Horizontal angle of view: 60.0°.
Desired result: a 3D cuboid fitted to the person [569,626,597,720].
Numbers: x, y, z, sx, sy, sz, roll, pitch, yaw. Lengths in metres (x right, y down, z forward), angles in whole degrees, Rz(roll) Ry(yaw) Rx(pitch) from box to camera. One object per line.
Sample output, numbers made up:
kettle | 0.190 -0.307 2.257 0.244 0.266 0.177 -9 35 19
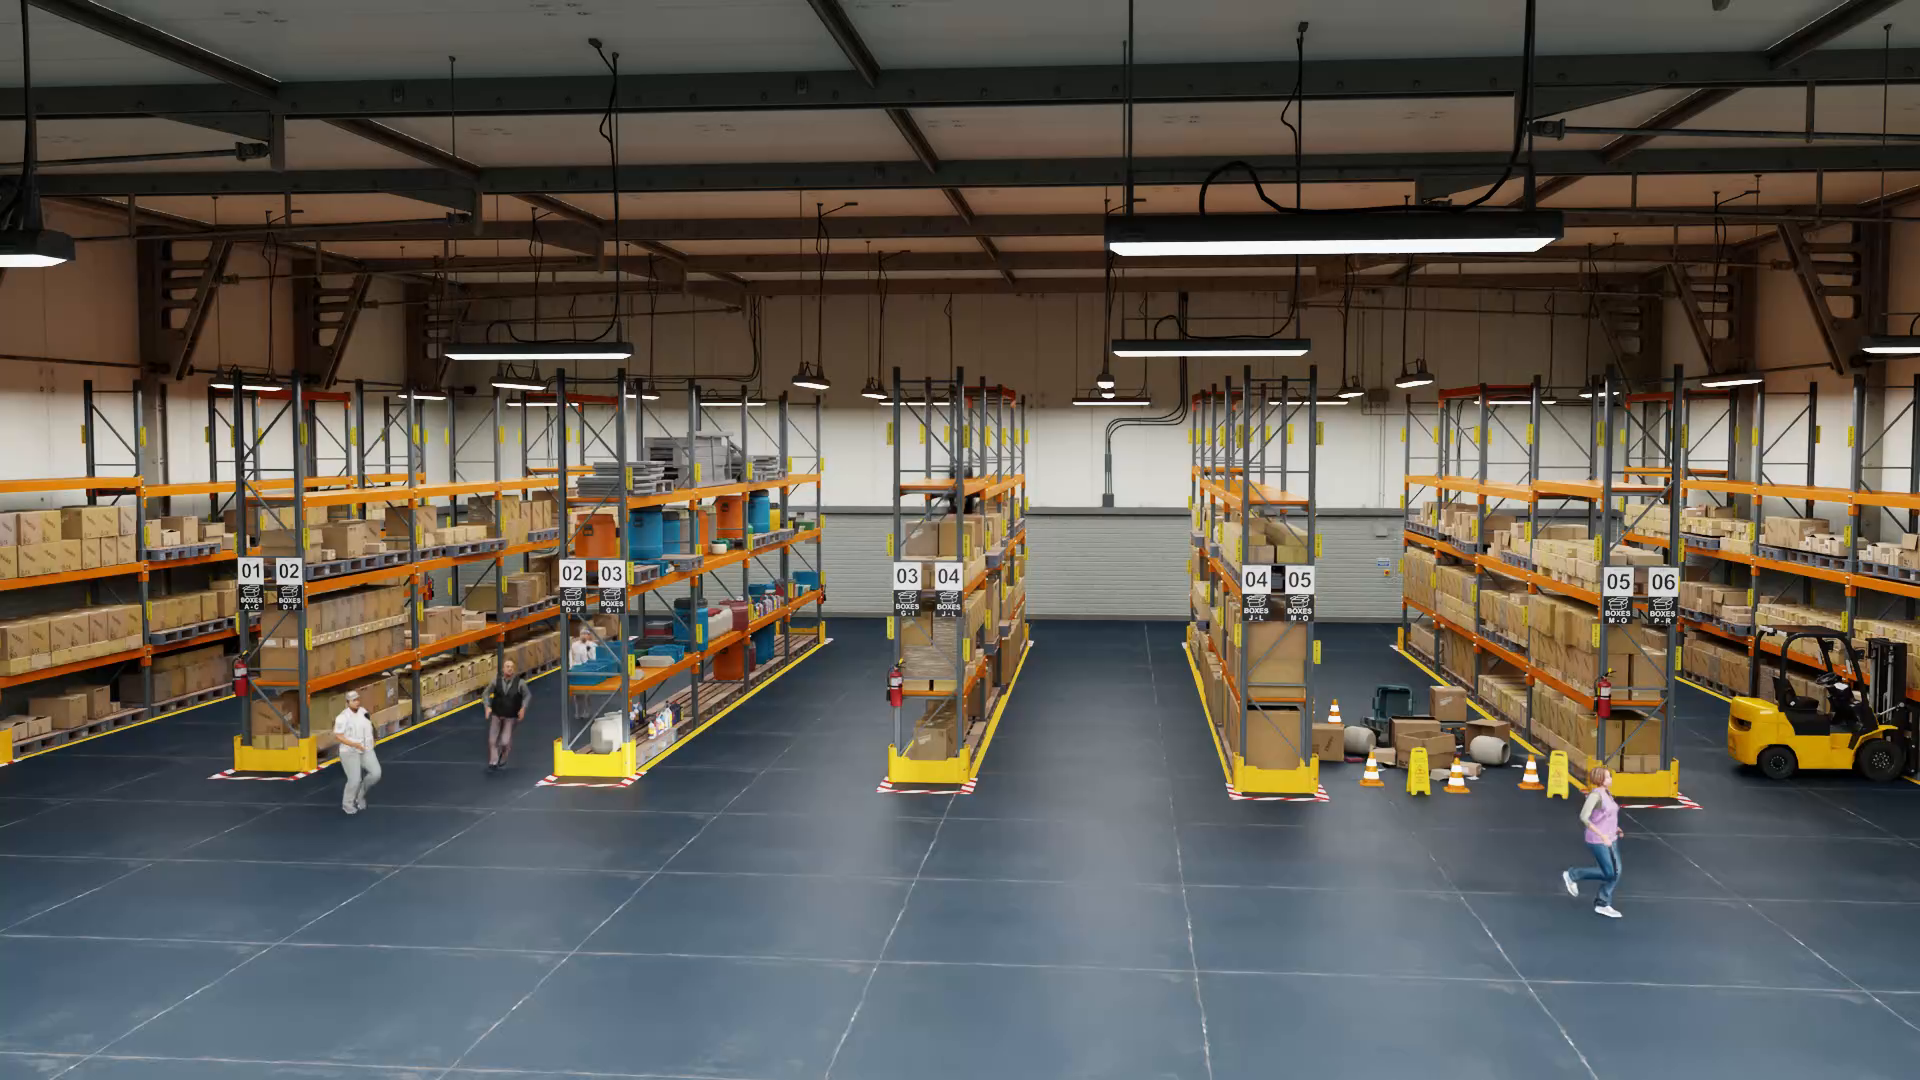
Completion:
person | -6.634 2.338 29.248 0.598 1.665 0.611 0 4 -4

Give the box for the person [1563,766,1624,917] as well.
person | 6.673 3.147 17.469 0.591 1.562 0.541 3 5 43

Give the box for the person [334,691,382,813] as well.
person | -7.998 2.815 22.106 0.570 1.627 0.618 3 4 36

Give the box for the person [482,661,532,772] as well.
person | -6.778 2.635 24.818 0.710 1.659 0.513 0 4 -5

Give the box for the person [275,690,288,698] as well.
person | -11.804 2.294 29.084 0.661 1.751 0.963 0 4 2
